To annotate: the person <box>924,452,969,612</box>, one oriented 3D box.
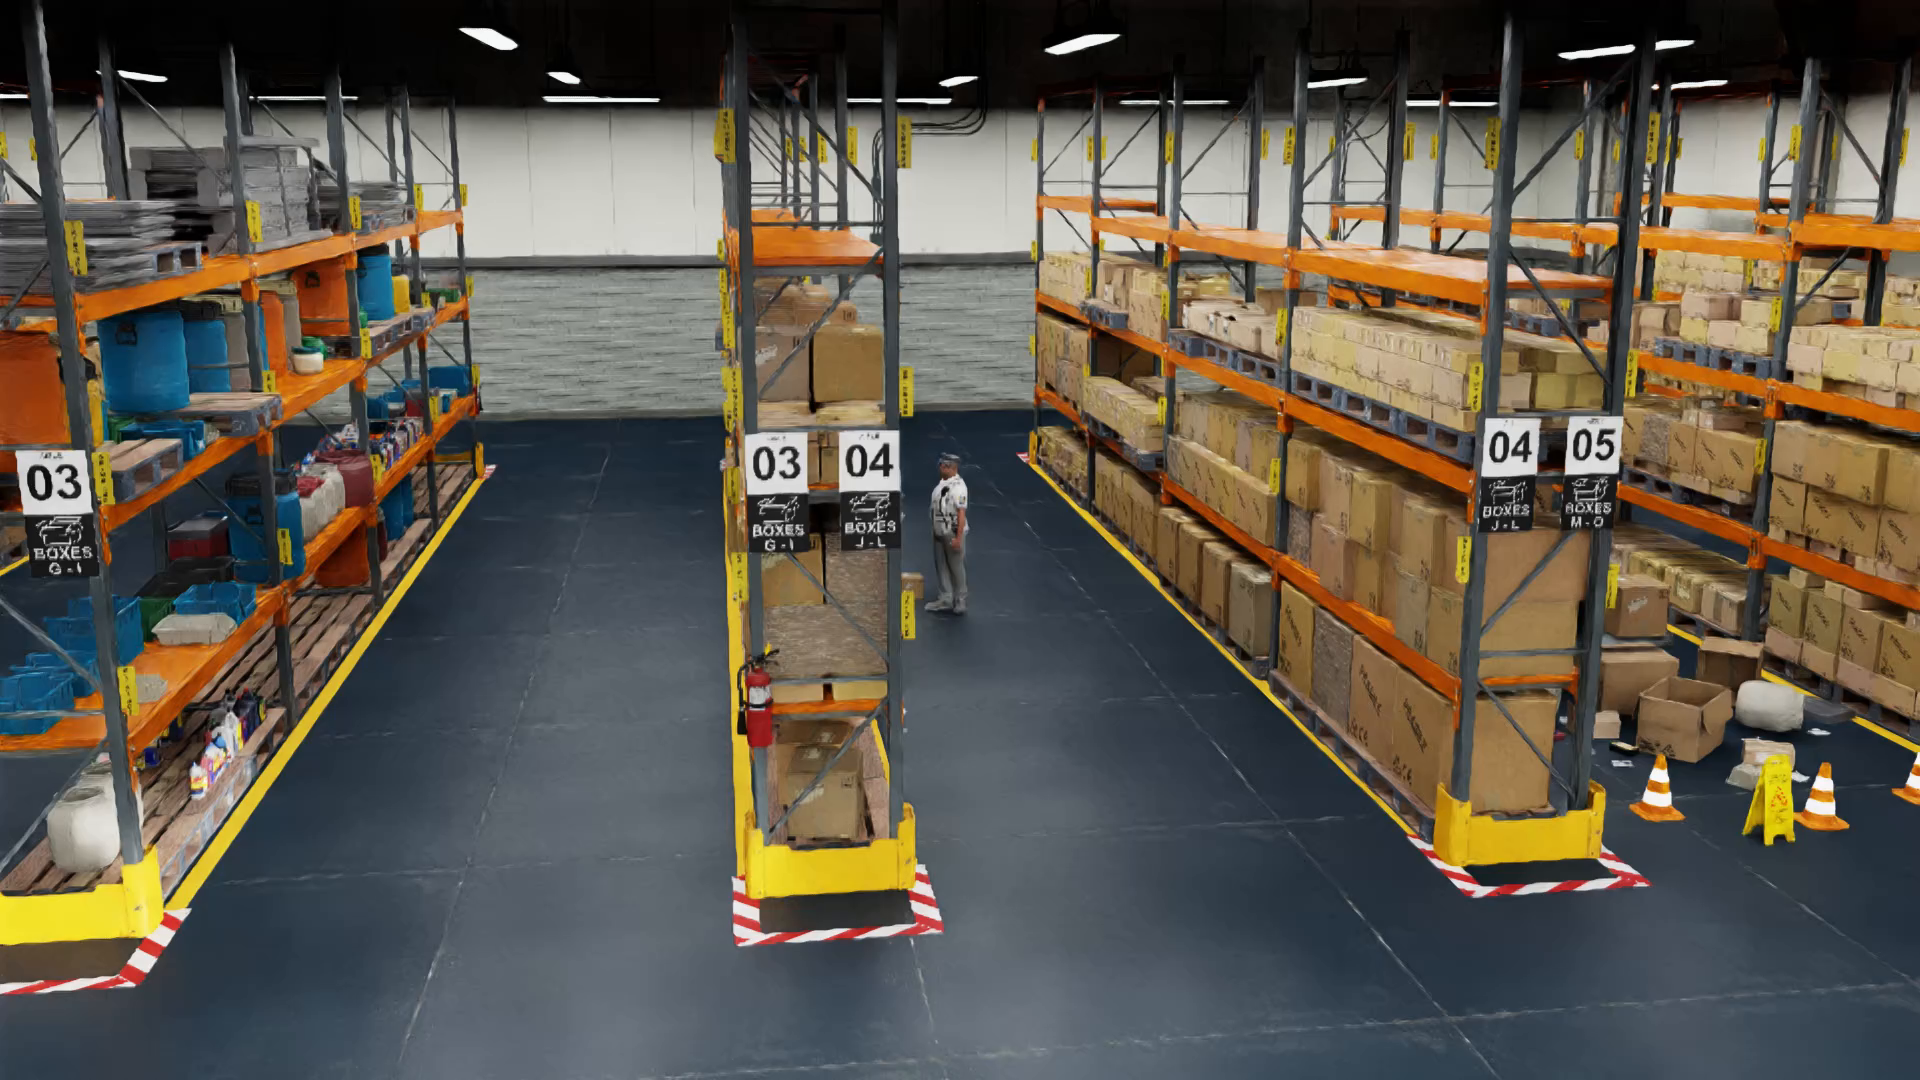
[{"bbox_3d":[-0.122,-0.079,18.239,0.441,1.765,0.580,-7,15,-27],"label":"person"}]
